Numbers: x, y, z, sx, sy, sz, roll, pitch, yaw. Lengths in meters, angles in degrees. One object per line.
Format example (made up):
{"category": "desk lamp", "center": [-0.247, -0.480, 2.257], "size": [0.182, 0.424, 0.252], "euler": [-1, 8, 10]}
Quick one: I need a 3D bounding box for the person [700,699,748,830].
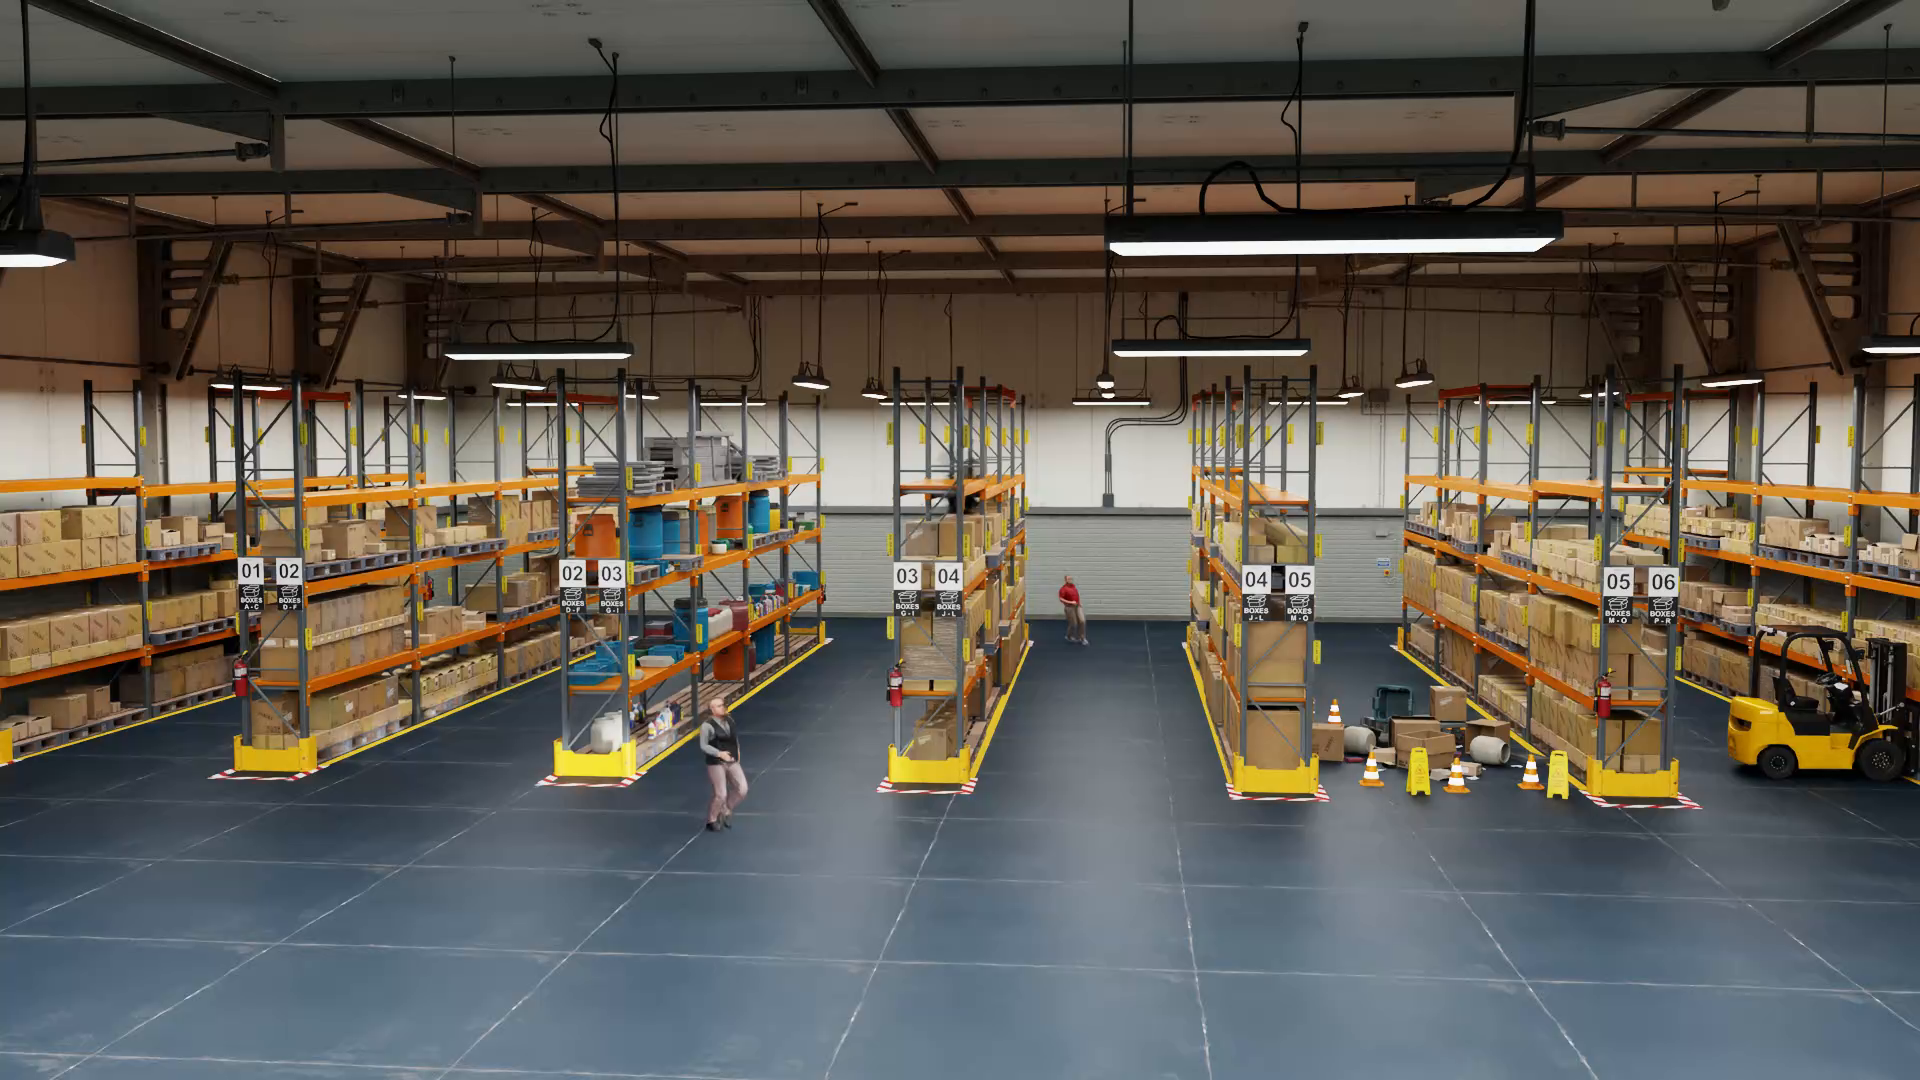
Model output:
{"category": "person", "center": [-2.993, 2.846, 21.084], "size": [0.619, 1.673, 0.672], "euler": [3, 5, 43]}

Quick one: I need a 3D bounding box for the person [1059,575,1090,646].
{"category": "person", "center": [2.680, 1.684, 39.987], "size": [0.692, 1.712, 0.756], "euler": [-3, 5, -38]}
